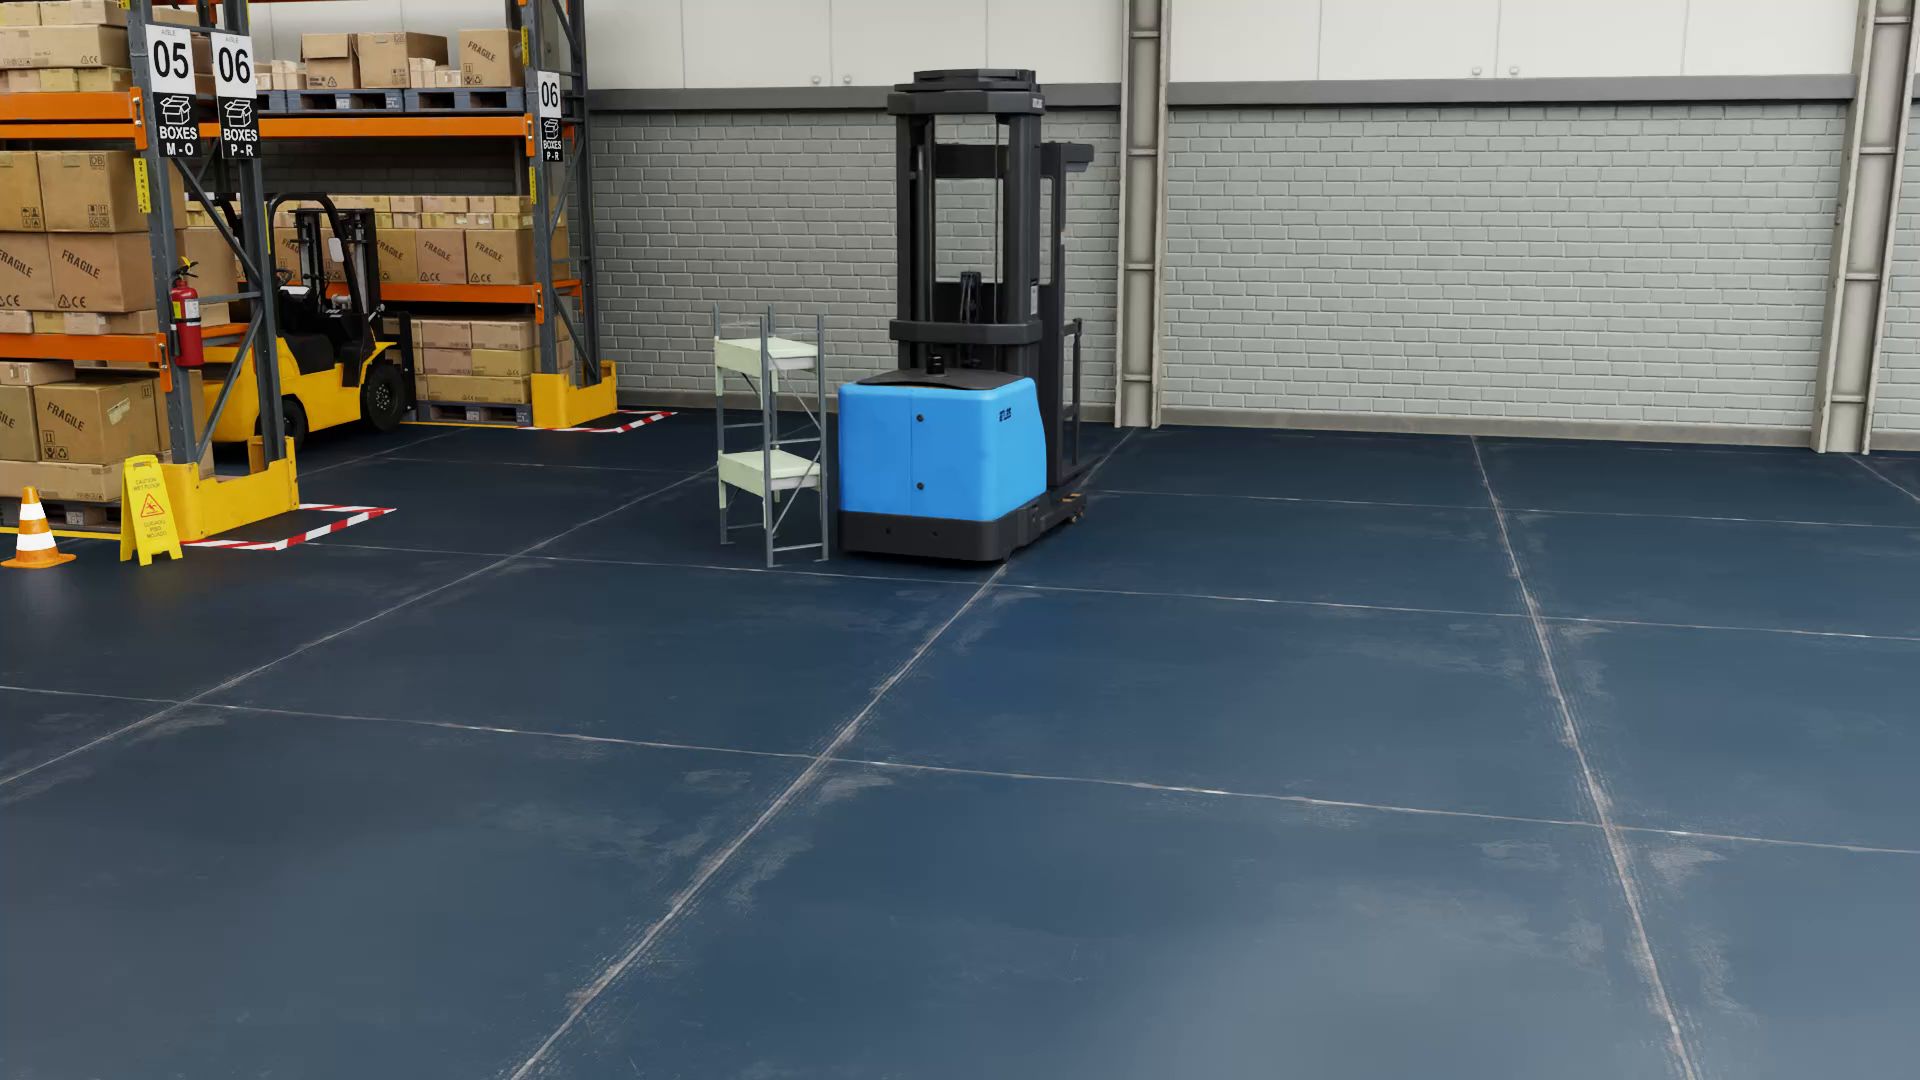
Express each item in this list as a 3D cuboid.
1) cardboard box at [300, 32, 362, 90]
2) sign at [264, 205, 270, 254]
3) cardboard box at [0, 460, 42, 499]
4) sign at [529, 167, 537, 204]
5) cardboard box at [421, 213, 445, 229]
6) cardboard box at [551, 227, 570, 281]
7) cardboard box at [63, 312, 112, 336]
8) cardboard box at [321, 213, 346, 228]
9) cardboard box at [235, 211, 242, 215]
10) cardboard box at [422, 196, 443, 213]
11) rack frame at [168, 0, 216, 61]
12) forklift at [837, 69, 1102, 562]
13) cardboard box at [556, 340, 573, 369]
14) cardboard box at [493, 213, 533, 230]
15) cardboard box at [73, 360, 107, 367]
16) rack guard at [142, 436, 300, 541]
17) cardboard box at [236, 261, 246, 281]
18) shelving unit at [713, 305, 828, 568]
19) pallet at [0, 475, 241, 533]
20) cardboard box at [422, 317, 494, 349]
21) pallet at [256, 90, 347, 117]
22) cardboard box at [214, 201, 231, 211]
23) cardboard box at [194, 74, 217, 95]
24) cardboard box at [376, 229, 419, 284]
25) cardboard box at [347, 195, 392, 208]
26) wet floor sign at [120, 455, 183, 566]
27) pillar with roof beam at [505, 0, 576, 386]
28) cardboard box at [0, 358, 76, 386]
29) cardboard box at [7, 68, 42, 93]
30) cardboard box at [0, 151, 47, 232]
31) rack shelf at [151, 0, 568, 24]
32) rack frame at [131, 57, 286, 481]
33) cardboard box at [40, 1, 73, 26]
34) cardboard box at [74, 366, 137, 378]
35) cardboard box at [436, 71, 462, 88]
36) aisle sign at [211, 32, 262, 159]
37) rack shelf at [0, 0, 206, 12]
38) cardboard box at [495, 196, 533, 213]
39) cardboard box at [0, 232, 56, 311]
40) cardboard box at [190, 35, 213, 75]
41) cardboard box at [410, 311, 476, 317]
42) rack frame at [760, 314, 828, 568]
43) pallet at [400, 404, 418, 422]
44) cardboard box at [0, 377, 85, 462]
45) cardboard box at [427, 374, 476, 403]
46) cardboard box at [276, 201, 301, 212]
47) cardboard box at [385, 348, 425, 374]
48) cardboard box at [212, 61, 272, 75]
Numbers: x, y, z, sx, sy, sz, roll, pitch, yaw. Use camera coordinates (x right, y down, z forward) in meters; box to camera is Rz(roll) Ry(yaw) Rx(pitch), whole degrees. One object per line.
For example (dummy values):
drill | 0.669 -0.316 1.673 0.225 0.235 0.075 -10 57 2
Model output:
cardboard box | -5.718 -4.477 15.624 0.637 0.503 0.797 3 13 15
sign | -4.757 -2.117 11.351 0.005 0.325 0.100 3 13 14
cardboard box | -6.237 -0.457 11.246 0.500 0.250 0.500 3 13 14
sign | -3.844 -3.192 14.974 0.005 0.325 0.100 3 13 14
cardboard box | -4.835 -2.997 15.590 0.250 0.149 0.380 3 13 13
cardboard box | -4.115 -2.757 16.005 0.500 0.500 0.500 3 13 15
cardboard box | -5.573 -1.422 10.797 0.250 0.149 0.380 3 13 13
cardboard box | -5.841 -3.041 15.787 0.250 0.149 0.380 3 13 12
cardboard box | -6.826 -3.105 16.074 0.250 0.149 0.380 3 13 13
cardboard box | -4.830 -3.152 15.600 0.250 0.149 0.380 3 13 14
rack frame | -7.584 -5.761 15.922 0.127 3.000 1.000 3 13 14
forklift | 0.234 -1.576 11.069 1.130 2.935 3.031 5 13 20
cardboard box | -4.108 -1.799 16.141 0.500 0.250 0.500 3 13 15
cardboard box | -4.105 -2.949 15.371 0.250 0.149 0.380 3 13 14
cardboard box | -8.845 -1.944 17.084 0.625 0.625 0.875 3 13 13
rack guard | -4.960 -0.364 11.219 0.348 0.500 1.175 3 13 14
cardboard box | -6.706 -2.779 16.104 0.500 0.500 0.500 3 13 15
shelving unit | -1.166 -0.656 10.229 0.431 1.500 0.755 -7 14 -29
pallet | -5.741 -0.272 11.474 1.213 0.211 1.003 3 13 14
cardboard box | -4.720 -1.959 15.706 0.500 0.250 0.500 3 13 15
pallet | -6.750 -4.214 16.082 1.213 0.211 1.003 3 13 14
cardboard box | -7.066 -3.273 16.144 0.250 0.149 0.380 3 13 14
cardboard box | -5.131 -3.007 11.019 0.250 0.149 0.380 3 13 14
cardboard box | -5.241 -2.699 15.742 0.500 0.500 0.500 3 13 12
cardboard box | -5.590 -3.188 15.760 0.250 0.149 0.380 3 13 14
wet floor sign | -4.958 -0.196 10.127 0.232 0.644 0.267 8 15 33
pillar with roof beam | -5.192 -4.873 11.923 0.400 9.000 9.100 3 13 14
cardboard box | -6.099 -1.117 10.994 0.250 0.149 0.380 3 13 15
cardboard box | -5.799 -2.909 10.573 0.250 0.149 0.380 3 13 15
cardboard box | -5.924 -2.271 10.818 0.500 0.500 0.700 3 13 14
rack shelf | -5.643 -5.110 15.576 4.000 0.370 1.077 3 13 14
rack frame | -4.886 -1.580 10.931 0.127 3.000 1.000 3 13 14
cardboard box | -5.527 -3.288 10.443 0.250 0.149 0.380 3 13 15
cardboard box | -6.135 -0.936 11.676 0.500 0.500 0.500 3 13 11
cardboard box | -4.578 -4.199 15.188 0.250 0.149 0.380 3 13 12
aisle sign | -4.752 -2.911 10.929 0.004 0.787 0.394 3 13 14
rack shelf | -9.526 -5.318 16.511 4.000 0.370 1.077 3 13 14
cardboard box | -4.099 -3.109 15.407 0.250 0.149 0.380 3 13 14
cardboard box | -5.964 -1.771 10.875 0.500 0.500 0.500 3 13 14
cardboard box | -5.311 -3.199 10.960 0.500 0.250 0.500 3 13 13
cardboard box | -5.091 -2.093 16.313 0.500 0.250 0.500 3 13 13
rack frame | -0.984 -0.587 9.919 0.400 1.500 0.023 -7 14 -29
pallet | -5.634 -1.358 16.365 1.213 0.211 1.003 3 13 14
cardboard box | -6.234 -0.822 11.161 0.500 0.500 0.500 4 13 16
cardboard box | -4.713 -1.473 15.825 0.500 0.250 0.500 3 13 14
cardboard box | -6.337 -3.215 15.884 0.250 0.149 0.380 3 13 13
cardboard box | -5.239 -1.741 15.881 0.500 0.250 0.500 3 13 12
cardboard box | -6.835 -4.412 15.775 0.500 0.311 0.500 3 13 15
